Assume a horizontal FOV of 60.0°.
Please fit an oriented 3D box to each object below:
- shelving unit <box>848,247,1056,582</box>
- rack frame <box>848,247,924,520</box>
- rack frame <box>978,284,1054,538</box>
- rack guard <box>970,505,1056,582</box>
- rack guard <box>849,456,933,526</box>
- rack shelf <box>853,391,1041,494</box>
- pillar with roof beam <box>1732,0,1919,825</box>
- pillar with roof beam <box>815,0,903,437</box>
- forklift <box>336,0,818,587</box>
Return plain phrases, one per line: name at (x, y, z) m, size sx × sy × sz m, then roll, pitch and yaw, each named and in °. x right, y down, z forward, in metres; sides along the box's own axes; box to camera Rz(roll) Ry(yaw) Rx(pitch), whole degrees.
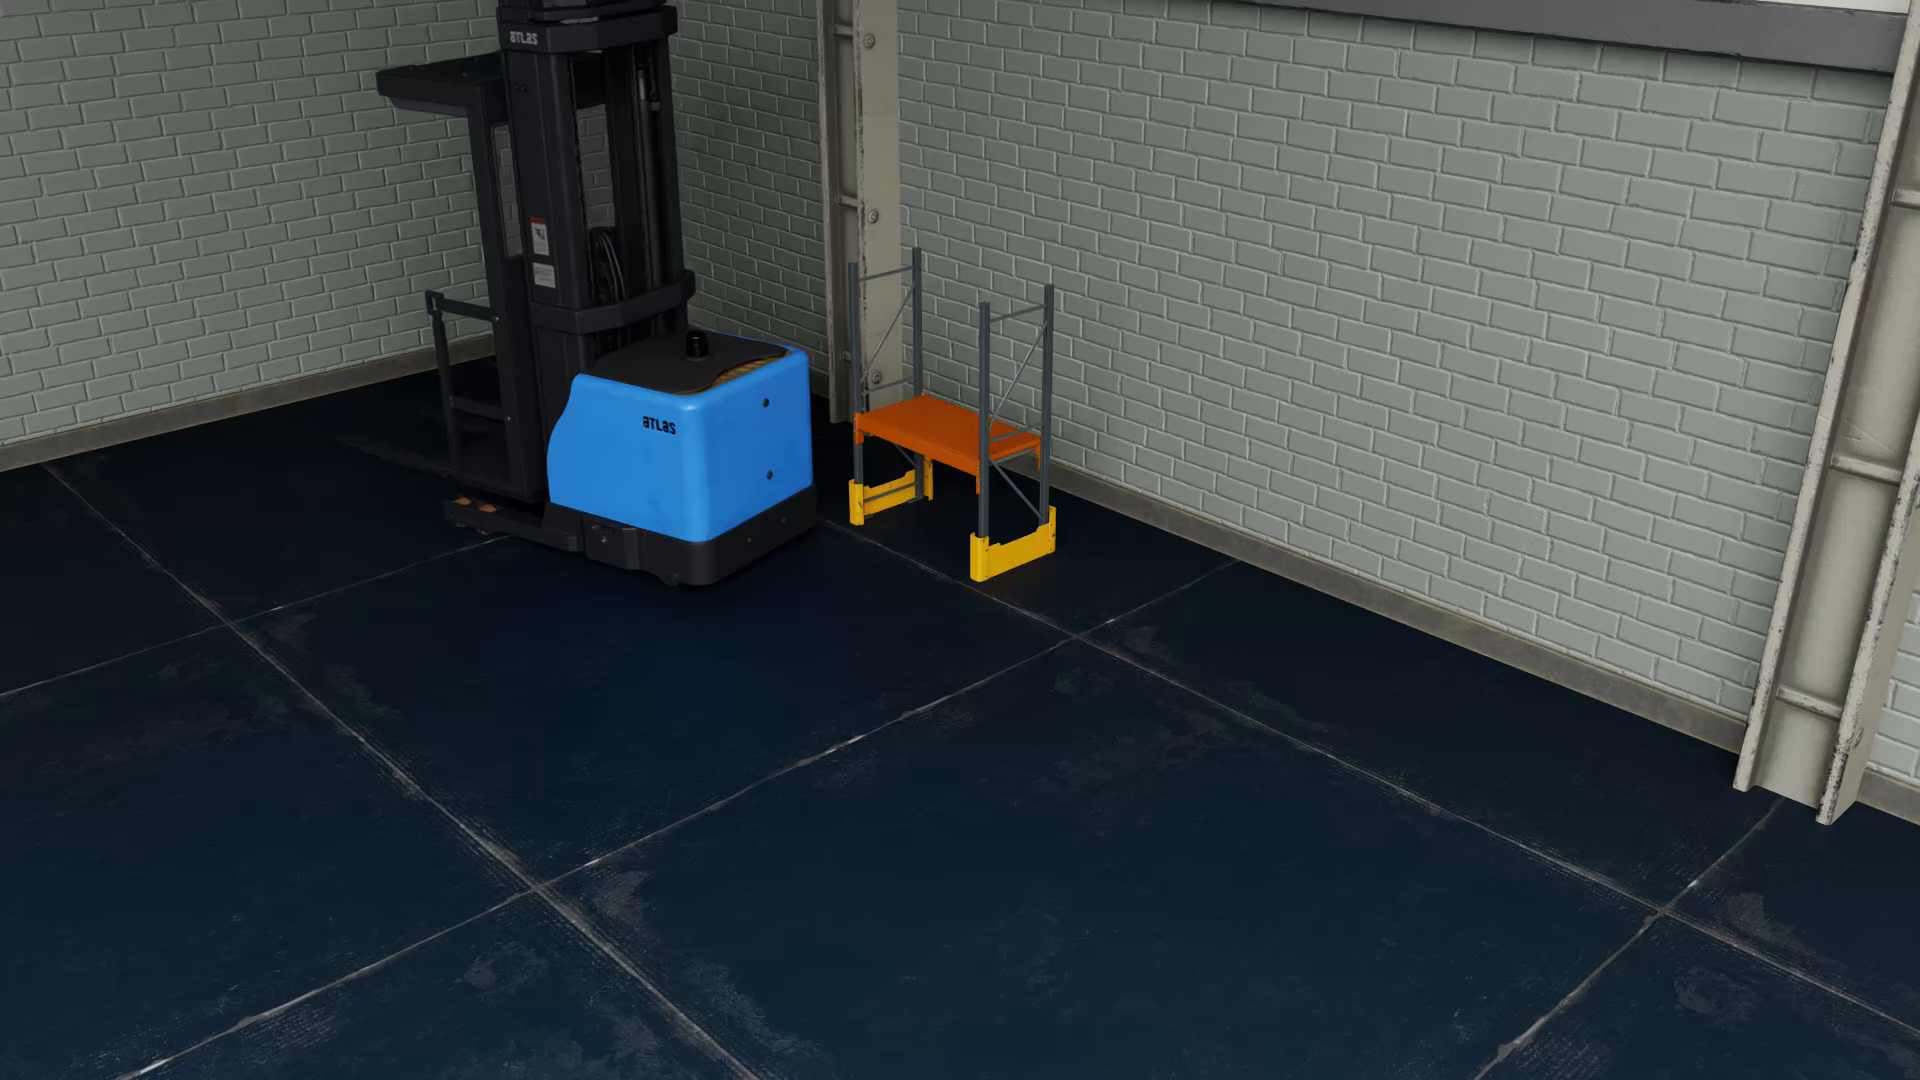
shelving unit at (-0.052, -0.705, 8.989) m, size 0.587 × 1.500 × 1.083 m, roll -21°, pitch 32°, yaw -38°
rack frame at (-0.406, -0.862, 9.333) m, size 0.500 × 1.500 × 0.032 m, roll -21°, pitch 32°, yaw -38°
rack frame at (0.289, -0.554, 8.658) m, size 0.500 × 1.500 × 0.032 m, roll -21°, pitch 32°, yaw -38°
rack guard at (0.288, 0.014, 8.918) m, size 0.587 × 0.250 × 0.087 m, roll -21°, pitch 32°, yaw -38°
rack guard at (-0.392, -0.288, 9.579) m, size 0.587 × 0.250 × 0.087 m, roll -21°, pitch 32°, yaw -38°
rack shelf at (-0.058, -0.545, 9.070) m, size 0.538 × 0.185 × 1.000 m, roll -21°, pitch 32°, yaw -38°
pillar with roof beam at (0.345, -1.821, 2.400) m, size 9.100 × 9.000 × 0.400 m, roll -21°, pitch 32°, yaw -38°
pillar with roof beam at (-3.756, -3.639, 6.385) m, size 9.100 × 9.000 × 0.400 m, roll -21°, pitch 32°, yaw -38°
forklift at (-2.318, -1.532, 9.078) m, size 3.031 × 2.935 × 1.130 m, roll 14°, pitch 28°, yaw 29°
